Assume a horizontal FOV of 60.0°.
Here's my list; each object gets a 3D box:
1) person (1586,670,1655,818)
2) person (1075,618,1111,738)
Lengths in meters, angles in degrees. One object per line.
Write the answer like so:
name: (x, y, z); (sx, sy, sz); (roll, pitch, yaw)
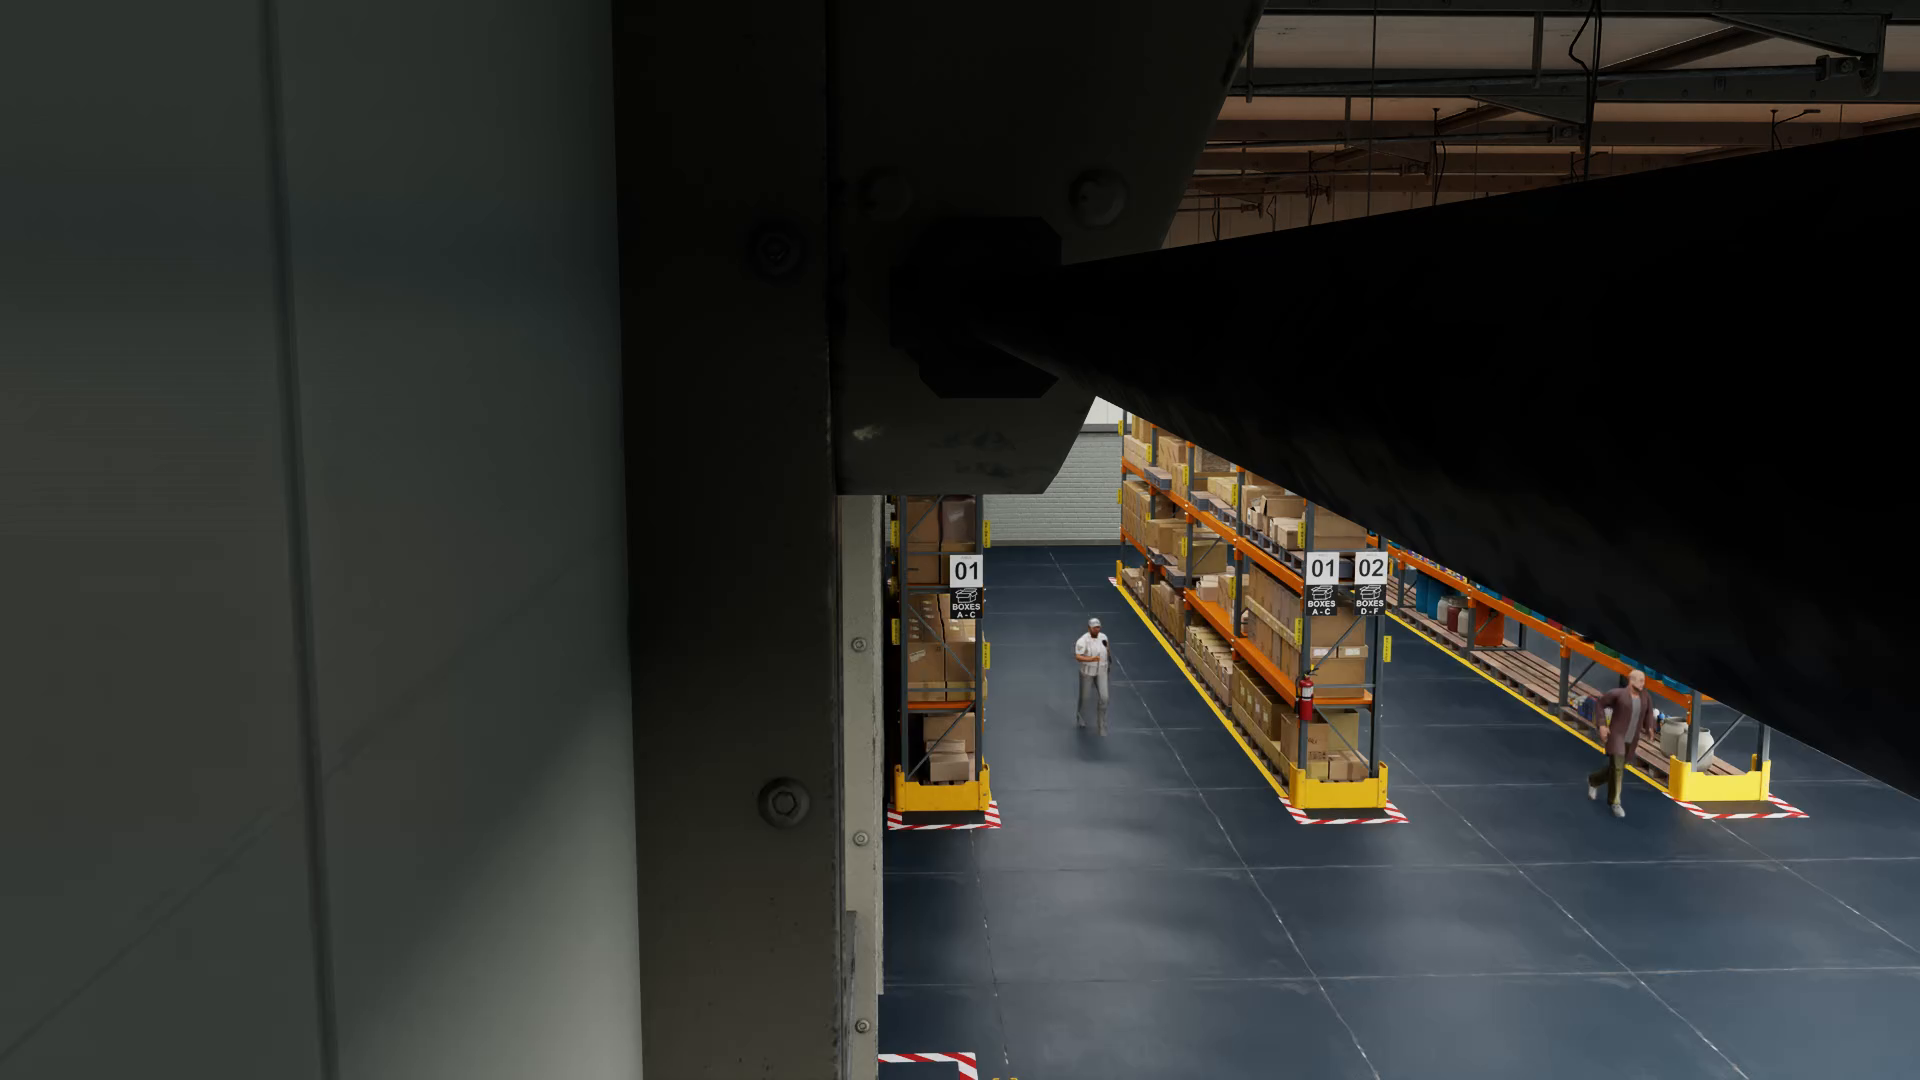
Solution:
person: (8.232, 2.453, 20.616); (0.774, 1.740, 0.965); (-2, 9, -15)
person: (1.925, 1.966, 24.125); (0.584, 1.724, 0.840); (-2, 9, -13)
